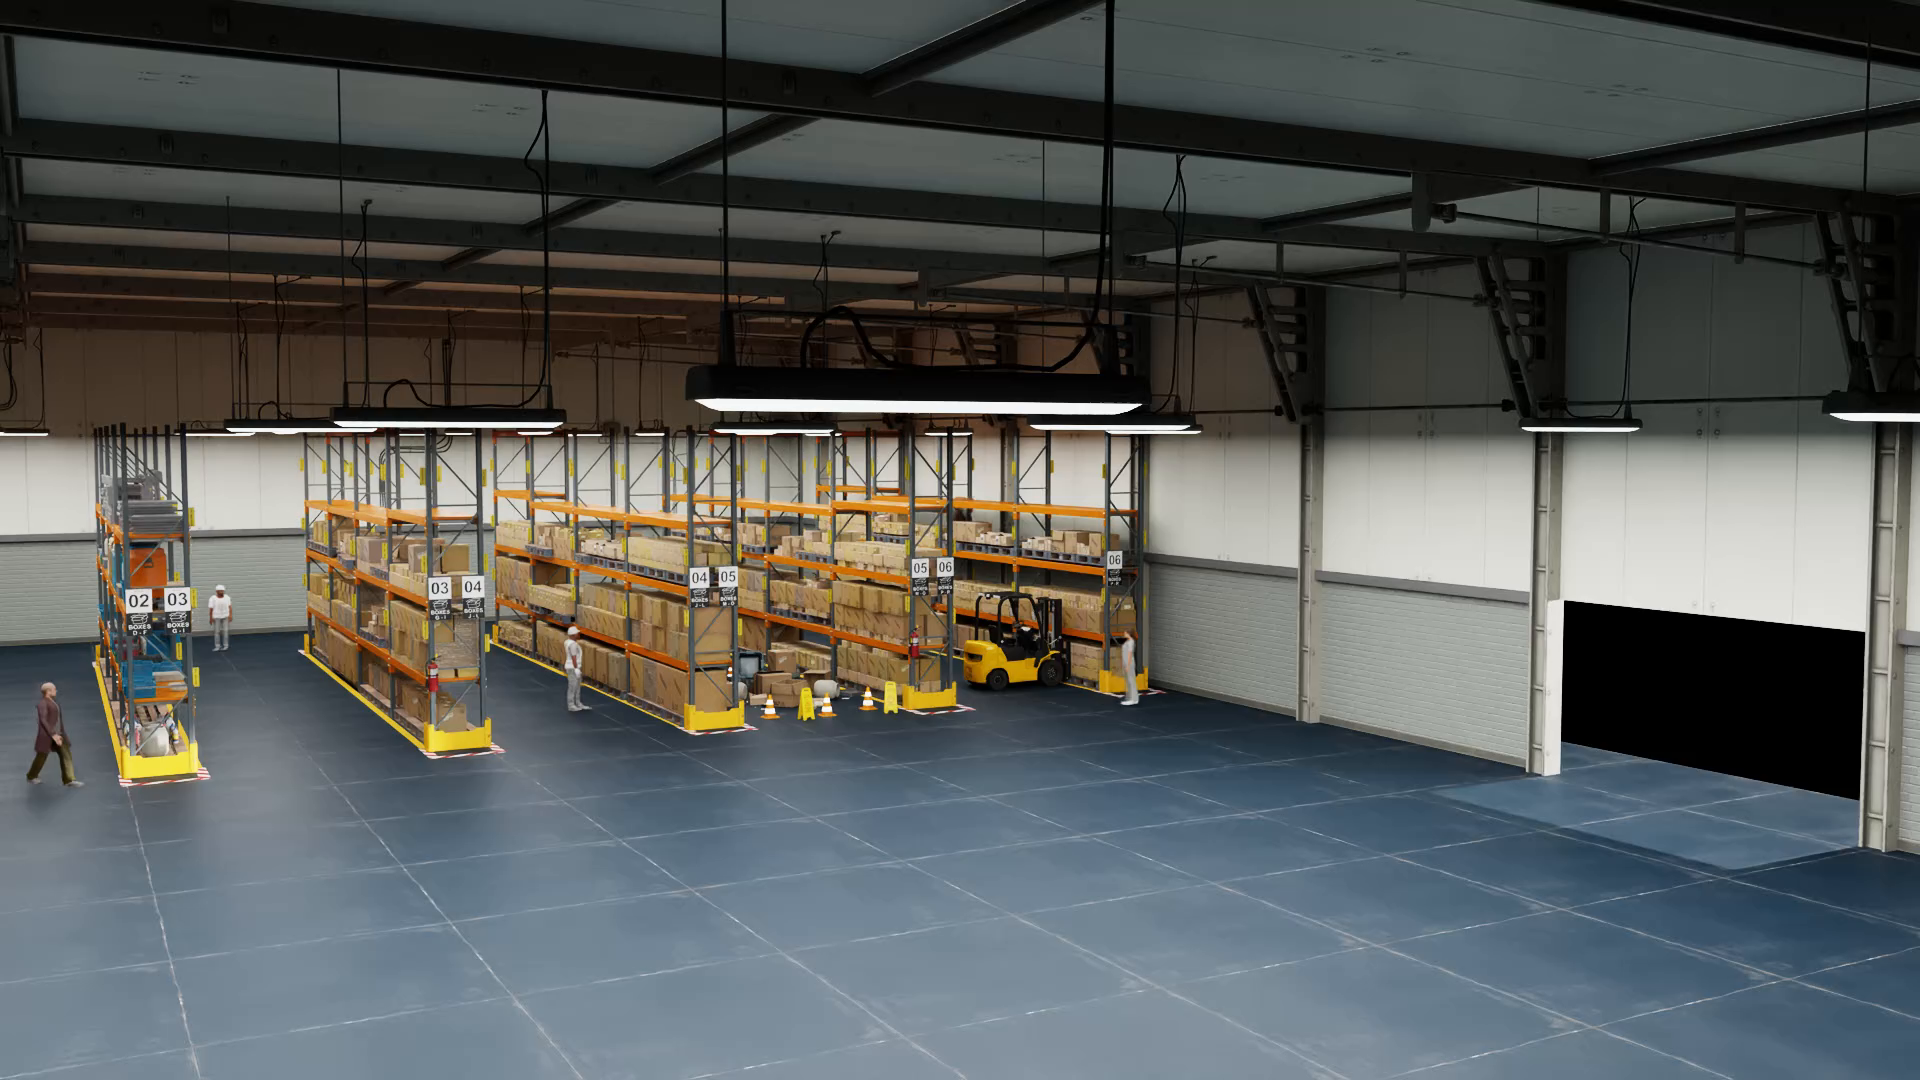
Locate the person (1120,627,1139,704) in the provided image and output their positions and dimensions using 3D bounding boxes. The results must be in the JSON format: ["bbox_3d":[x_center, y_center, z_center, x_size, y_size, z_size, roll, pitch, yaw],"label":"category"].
[{"bbox_3d":[3.654,2.725,35.829,0.404,1.694,0.531,-1,4,-11],"label":"person"}]

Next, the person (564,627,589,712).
[{"bbox_3d":[-8.110,2.712,35.084,0.491,1.787,0.626,0,3,-4],"label":"person"}]

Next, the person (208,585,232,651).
[{"bbox_3d":[-20.021,2.102,45.027,0.581,1.777,0.414,-2,4,-36],"label":"person"}]

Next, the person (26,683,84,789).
[{"bbox_3d":[-14.869,3.206,27.225,1.126,1.732,0.524,2,4,29],"label":"person"}]
